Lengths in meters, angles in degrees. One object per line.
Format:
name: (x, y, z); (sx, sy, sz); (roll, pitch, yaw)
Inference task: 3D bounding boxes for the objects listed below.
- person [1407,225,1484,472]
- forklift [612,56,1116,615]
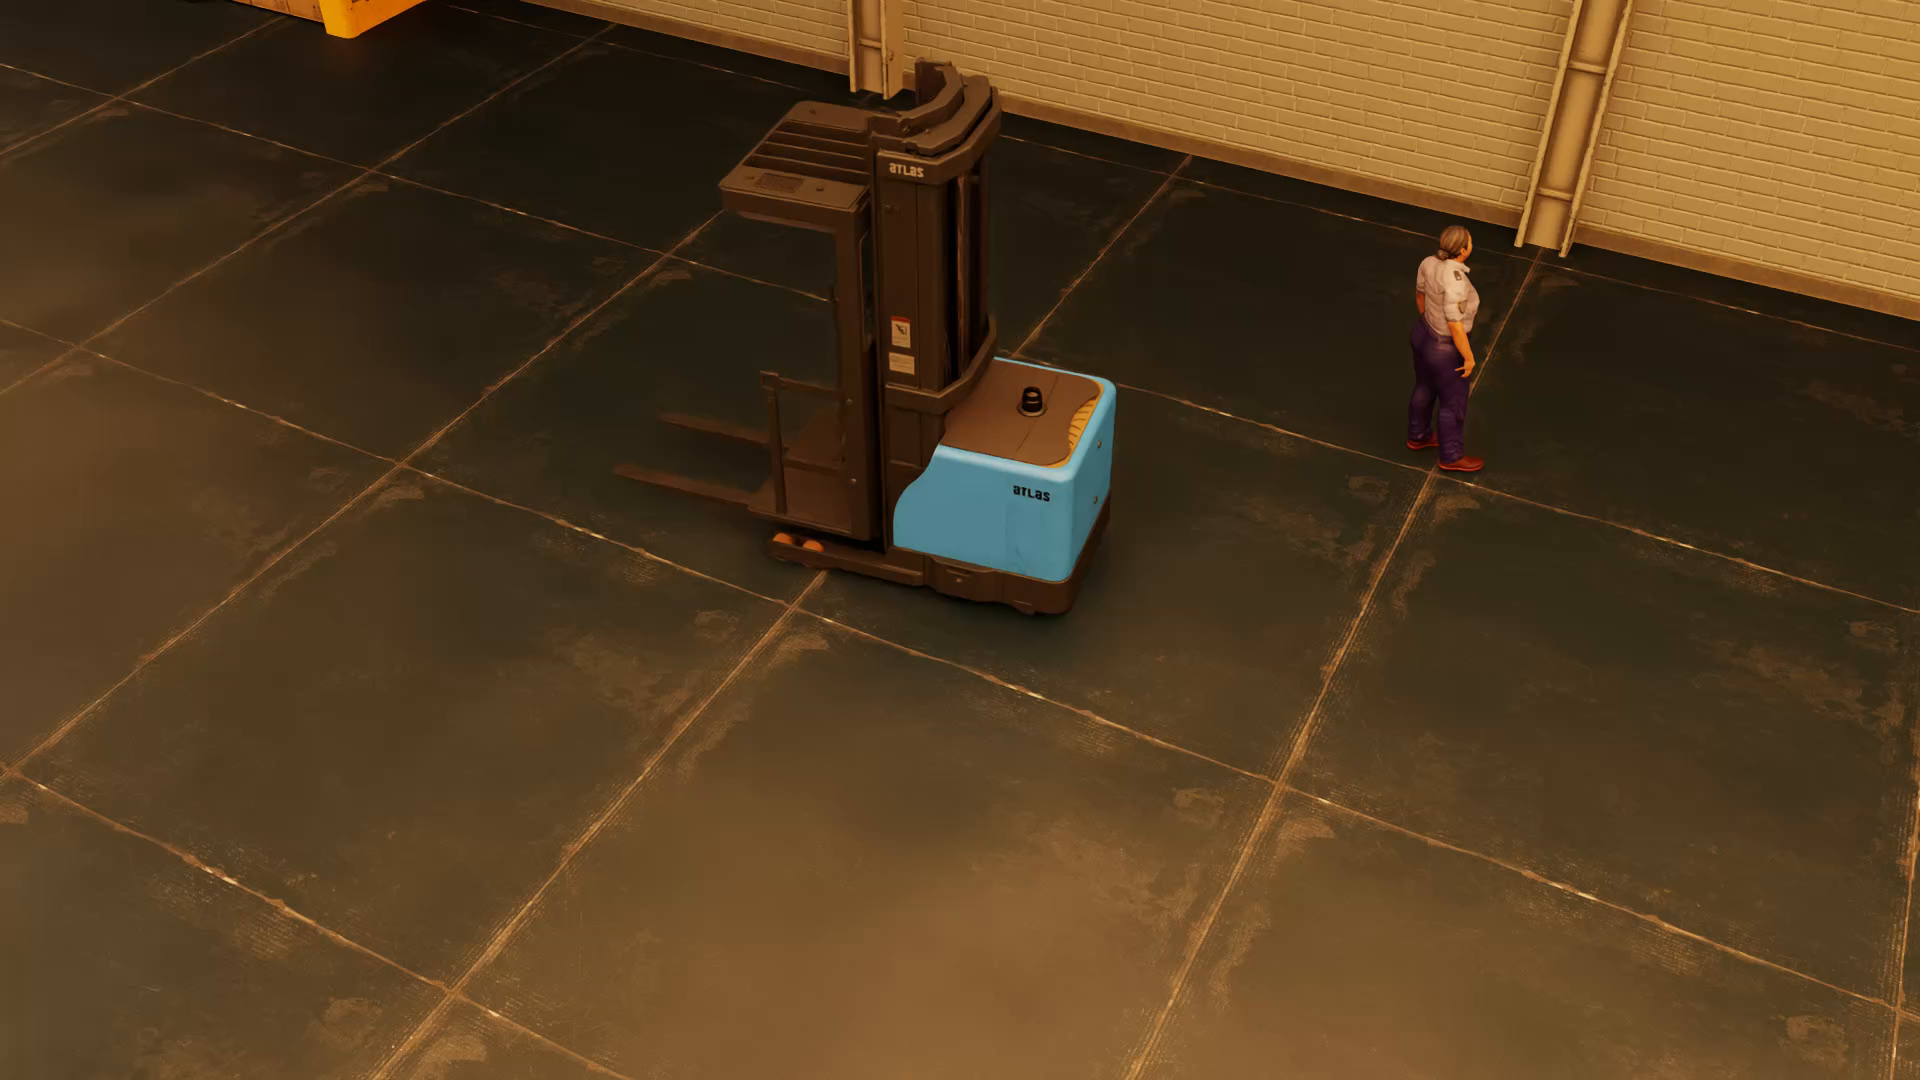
person: (3.105, -1.226, 10.432); (0.495, 1.653, 0.590); (-10, 41, -11)
forklift: (-0.648, -1.259, 9.482); (3.031, 2.935, 1.130); (13, 42, 15)
